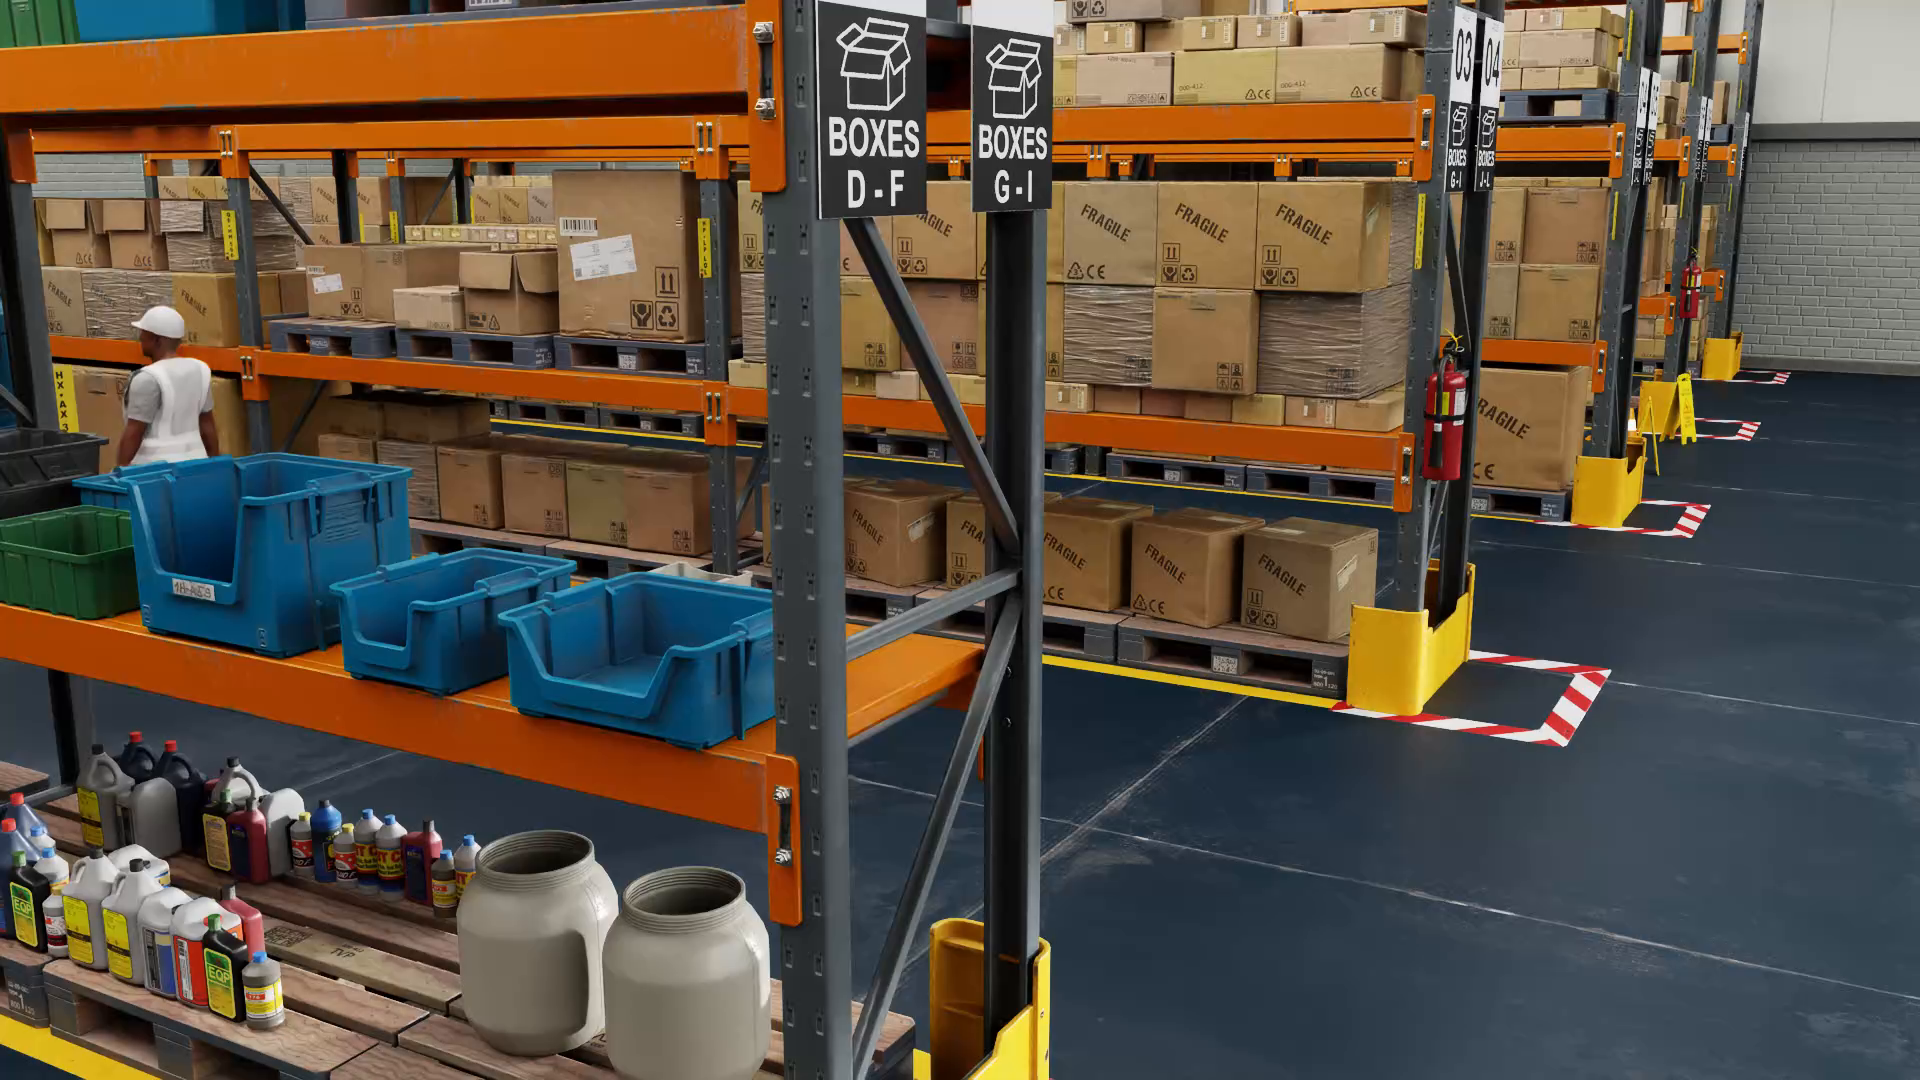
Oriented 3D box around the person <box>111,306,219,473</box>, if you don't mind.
[{"bbox_3d":[-4.371,-0.348,9.075,0.616,1.848,0.603,2,13,10],"label":"person"}]
